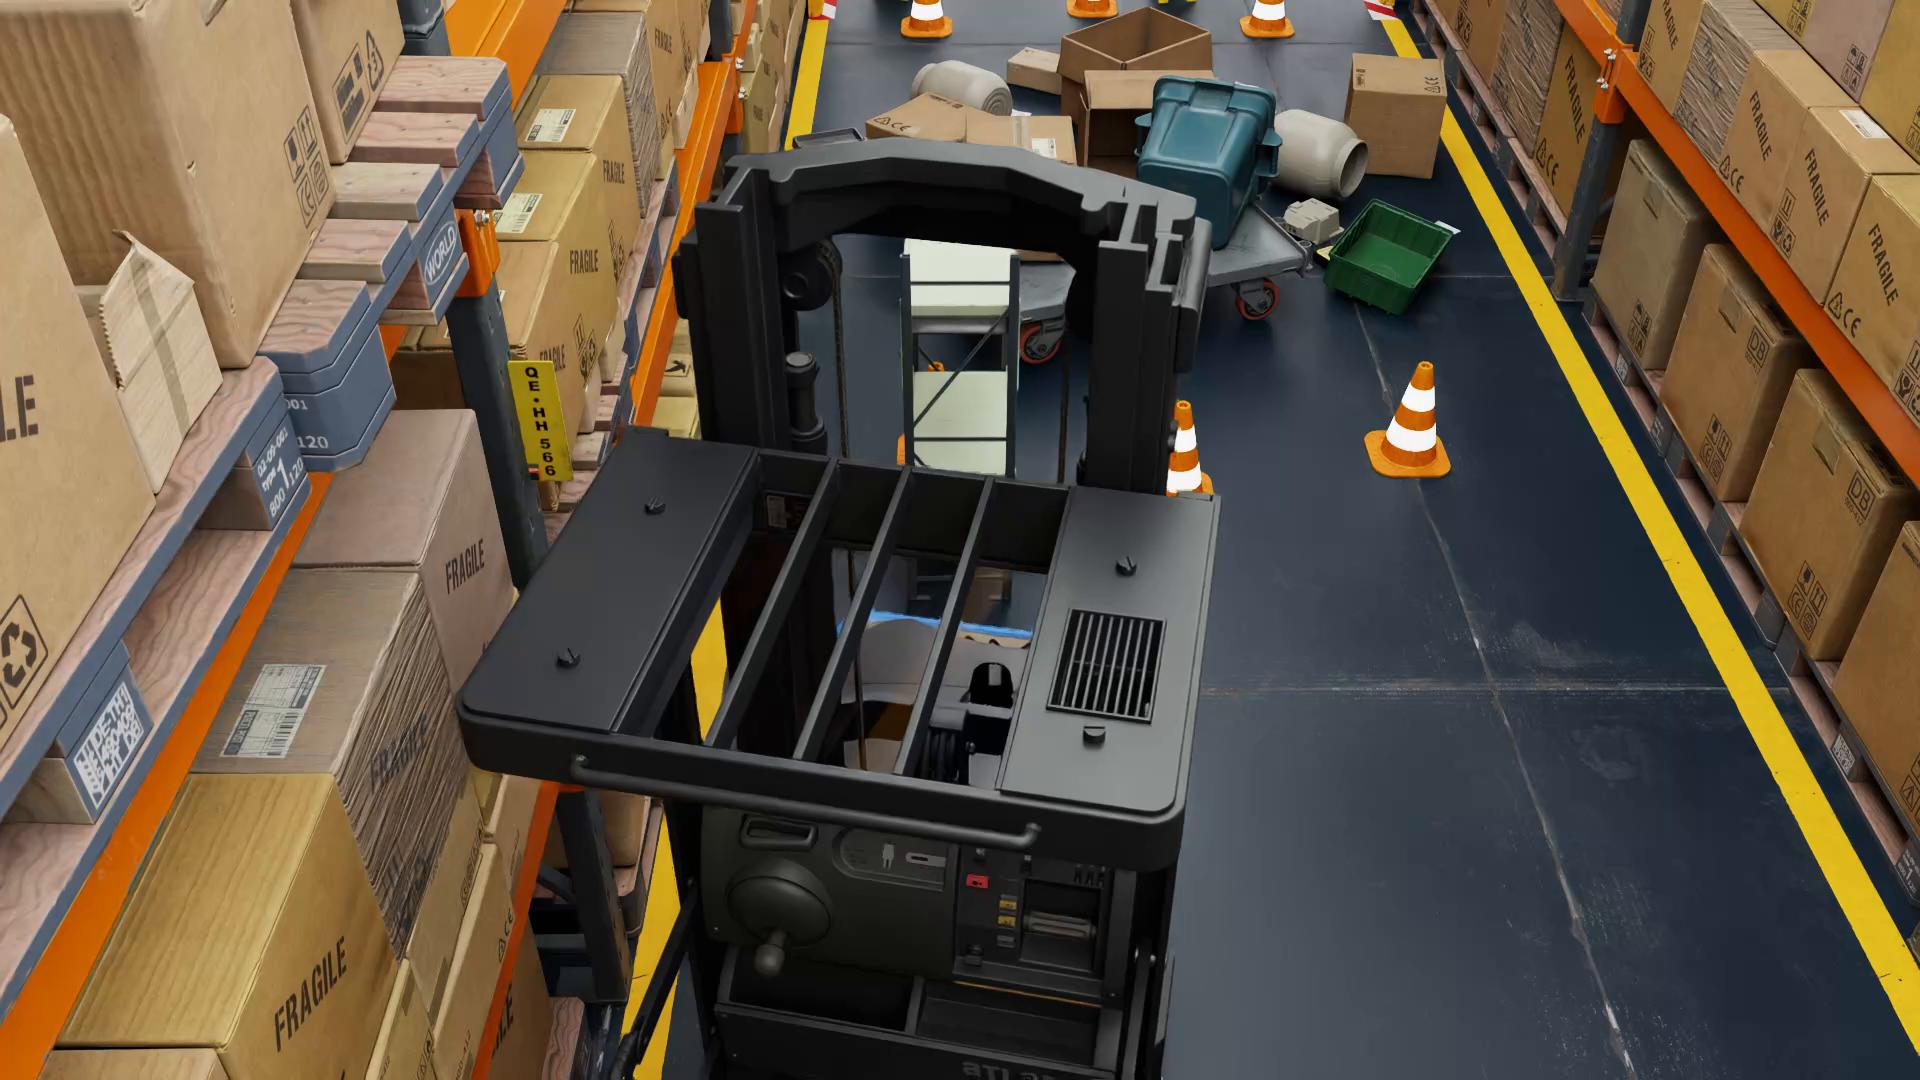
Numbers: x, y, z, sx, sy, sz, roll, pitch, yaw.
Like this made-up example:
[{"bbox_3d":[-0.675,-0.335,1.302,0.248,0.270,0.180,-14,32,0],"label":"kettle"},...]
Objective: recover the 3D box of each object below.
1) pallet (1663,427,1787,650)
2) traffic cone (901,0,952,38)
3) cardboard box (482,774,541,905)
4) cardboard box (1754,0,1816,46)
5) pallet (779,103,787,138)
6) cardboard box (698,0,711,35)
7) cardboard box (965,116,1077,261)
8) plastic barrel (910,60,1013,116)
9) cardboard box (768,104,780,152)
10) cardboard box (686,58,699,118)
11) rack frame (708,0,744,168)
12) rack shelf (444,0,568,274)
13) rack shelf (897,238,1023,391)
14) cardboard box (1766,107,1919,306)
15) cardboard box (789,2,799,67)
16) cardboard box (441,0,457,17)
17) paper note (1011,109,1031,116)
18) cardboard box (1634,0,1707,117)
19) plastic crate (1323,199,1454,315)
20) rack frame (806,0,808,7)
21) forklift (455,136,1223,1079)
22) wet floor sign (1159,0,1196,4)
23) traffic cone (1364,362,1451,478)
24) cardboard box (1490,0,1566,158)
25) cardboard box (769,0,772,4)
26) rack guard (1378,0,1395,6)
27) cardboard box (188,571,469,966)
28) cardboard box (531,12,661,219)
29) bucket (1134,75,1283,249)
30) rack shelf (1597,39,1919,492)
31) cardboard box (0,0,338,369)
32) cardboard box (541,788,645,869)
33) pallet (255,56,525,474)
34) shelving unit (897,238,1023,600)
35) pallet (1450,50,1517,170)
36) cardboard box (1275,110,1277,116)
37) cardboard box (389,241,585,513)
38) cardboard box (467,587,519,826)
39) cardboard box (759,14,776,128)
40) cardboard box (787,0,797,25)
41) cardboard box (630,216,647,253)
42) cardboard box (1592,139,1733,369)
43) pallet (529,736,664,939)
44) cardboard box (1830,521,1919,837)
[{"bbox_3d":[3.525,-0.044,6.636,1.003,0.211,1.213,0,39,0],"label":"pallet"},{"bbox_3d":[-0.219,-3.556,10.817,0.336,0.463,0.334,0,39,0],"label":"traffic cone"},{"bbox_3d":[-1.240,0.563,3.768,0.500,0.250,0.500,-1,39,-2],"label":"cardboard box"},{"bbox_3d":[3.454,-2.176,6.188,0.700,0.500,0.500,-1,39,-1],"label":"cardboard box"},{"bbox_3d":[-1.545,-2.409,9.588,1.003,0.211,1.213,0,39,0],"label":"pallet"},{"bbox_3d":[-1.275,-2.343,6.621,0.500,0.500,0.500,-1,39,-1],"label":"cardboard box"},{"bbox_3d":[0.275,-1.653,7.807,0.500,0.500,0.500,0,39,0],"label":"cardboard box"},{"bbox_3d":[0.007,-2.518,9.554,0.512,0.421,0.421,28,46,30],"label":"plastic barrel"},{"bbox_3d":[-1.248,-2.106,8.843,0.500,0.250,0.500,2,39,3],"label":"cardboard box"},{"bbox_3d":[-1.210,-1.731,6.376,0.380,0.149,0.250,-1,39,-1],"label":"cardboard box"},{"bbox_3d":[-1.505,-2.313,7.237,1.000,3.000,0.127,0,39,0],"label":"rack frame"},{"bbox_3d":[-1.503,-1.952,4.963,1.077,0.370,4.000,0,39,0],"label":"rack shelf"},{"bbox_3d":[0.000,-0.894,6.042,0.431,0.370,0.720,0,39,0],"label":"rack shelf"},{"bbox_3d":[3.176,-1.143,5.698,0.500,0.500,0.500,1,39,1],"label":"cardboard box"},{"bbox_3d":[-1.247,-3.076,10.052,0.500,0.250,0.500,0,39,0],"label":"cardboard box"},{"bbox_3d":[-1.331,-1.286,3.665,0.396,0.266,0.258,0,39,0],"label":"cardboard box"},{"bbox_3d":[0.333,-2.530,9.892,0.148,0.019,0.142,13,40,15],"label":"paper note"},{"bbox_3d":[3.176,-2.089,6.878,0.500,0.500,0.500,0,39,0],"label":"cardboard box"},{"bbox_3d":[2.135,-1.412,8.316,0.450,0.188,0.662,27,45,16],"label":"plastic crate"},{"bbox_3d":[-1.510,-4.814,10.358,1.000,3.000,0.127,0,39,0],"label":"rack frame"},{"bbox_3d":[-0.137,0.844,3.353,1.130,2.935,3.031,7,39,9],"label":"forklift"},{"bbox_3d":[1.460,-3.979,11.199,0.267,0.644,0.232,-6,39,-8],"label":"wet floor sign"},{"bbox_3d":[1.936,-0.550,7.066,0.336,0.463,0.334,0,39,0],"label":"traffic cone"},{"bbox_3d":[3.509,-2.671,9.048,0.875,0.875,0.875,0,39,0],"label":"cardboard box"},{"bbox_3d":[-1.181,-2.886,8.698,0.380,0.149,0.250,2,39,3],"label":"cardboard box"},{"bbox_3d":[3.440,-3.920,11.242,1.175,0.500,0.348,0,39,0],"label":"rack guard"},{"bbox_3d":[-1.229,0.404,2.968,0.500,0.500,0.500,1,39,1],"label":"cardboard box"},{"bbox_3d":[-1.277,-1.382,5.423,0.500,0.500,0.500,-1,39,-2],"label":"cardboard box"},{"bbox_3d":[1.139,-1.778,7.973,0.726,0.611,0.620,13,50,15],"label":"bucket"},{"bbox_3d":[3.447,-0.848,5.985,1.077,0.370,4.000,0,39,0],"label":"rack shelf"},{"bbox_3d":[-1.309,-0.566,2.243,0.700,0.500,0.500,-2,39,-2],"label":"cardboard box"},{"bbox_3d":[-1.491,0.697,5.247,0.950,0.372,0.625,-2,39,-3],"label":"cardboard box"},{"bbox_3d":[-1.447,-0.505,2.734,1.213,0.211,1.003,2,39,2],"label":"pallet"},{"bbox_3d":[0.000,-0.589,6.286,0.431,1.500,0.755,0,39,0],"label":"shelving unit"},{"bbox_3d":[3.518,-2.532,9.740,1.003,0.211,1.213,0,39,0],"label":"pallet"},{"bbox_3d":[1.601,-2.386,9.515,0.396,0.266,0.258,6,39,8],"label":"cardboard box"},{"bbox_3d":[-1.269,-0.412,4.211,0.500,0.500,0.500,-1,39,-1],"label":"cardboard box"},{"bbox_3d":[-1.246,0.355,3.628,0.500,0.250,0.500,0,39,0],"label":"cardboard box"},{"bbox_3d":[-1.248,-2.400,8.609,0.500,0.500,0.500,1,39,2],"label":"cardboard box"},{"bbox_3d":[-1.244,-3.370,9.820,0.500,0.500,0.500,1,39,2],"label":"cardboard box"},{"bbox_3d":[-1.268,-1.091,5.578,0.380,0.149,0.250,1,39,1],"label":"cardboard box"},{"bbox_3d":[3.536,-1.277,7.408,1.050,0.750,0.750,0,39,0],"label":"cardboard box"},{"bbox_3d":[-1.500,0.788,5.597,1.003,0.211,1.213,0,39,0],"label":"pallet"},{"bbox_3d":[3.539,0.455,5.246,1.050,0.750,0.750,-1,39,-1],"label":"cardboard box"}]
